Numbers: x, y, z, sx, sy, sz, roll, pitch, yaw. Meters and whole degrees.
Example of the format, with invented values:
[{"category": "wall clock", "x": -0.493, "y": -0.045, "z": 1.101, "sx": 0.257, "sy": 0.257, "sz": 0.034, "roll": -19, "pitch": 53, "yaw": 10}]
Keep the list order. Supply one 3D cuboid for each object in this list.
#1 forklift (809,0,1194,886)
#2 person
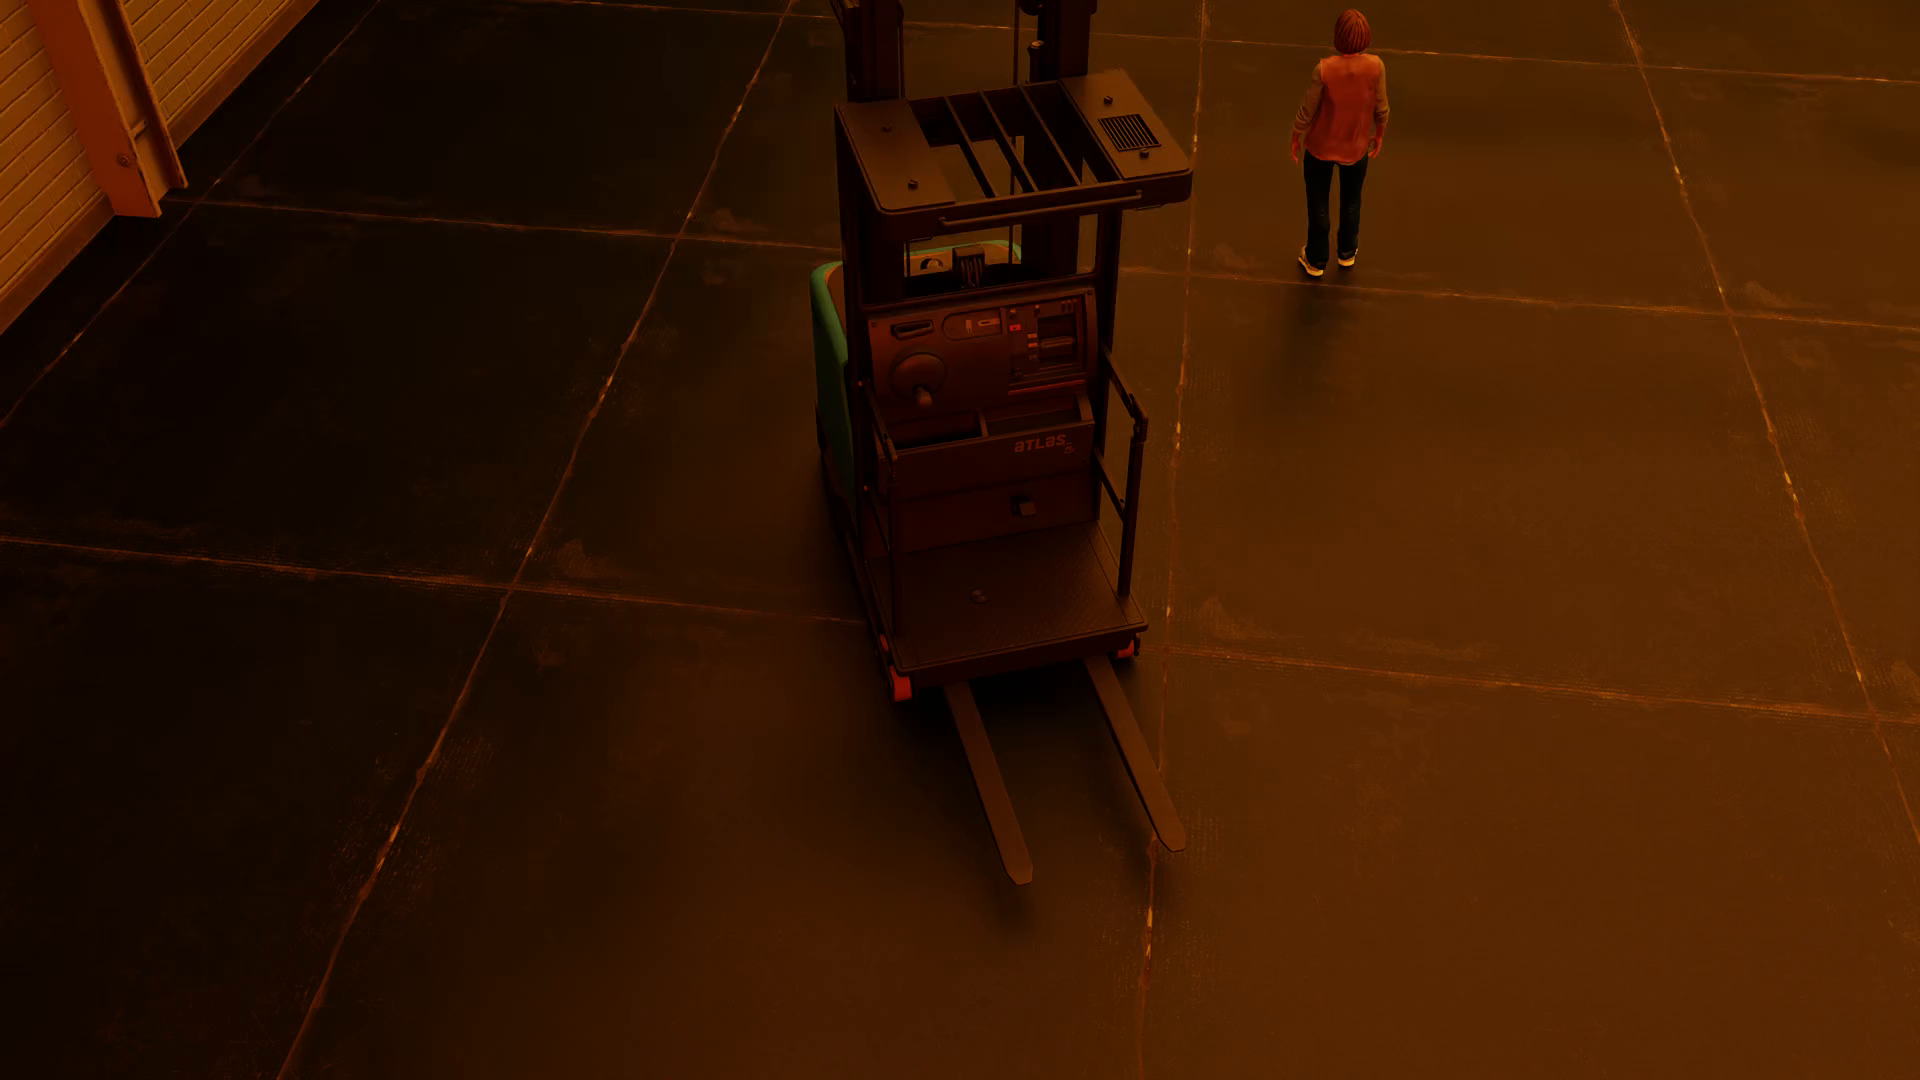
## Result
[{"category": "forklift", "x": 0.153, "y": -0.681, "z": 6.465, "sx": 1.130, "sy": 2.935, "sz": 3.031, "roll": -10, "pitch": 44, "yaw": -11}, {"category": "person", "x": 2.051, "y": -2.167, "z": 9.070, "sx": 0.522, "sy": 1.582, "sz": 0.474, "roll": 1, "pitch": 43, "yaw": 1}]
